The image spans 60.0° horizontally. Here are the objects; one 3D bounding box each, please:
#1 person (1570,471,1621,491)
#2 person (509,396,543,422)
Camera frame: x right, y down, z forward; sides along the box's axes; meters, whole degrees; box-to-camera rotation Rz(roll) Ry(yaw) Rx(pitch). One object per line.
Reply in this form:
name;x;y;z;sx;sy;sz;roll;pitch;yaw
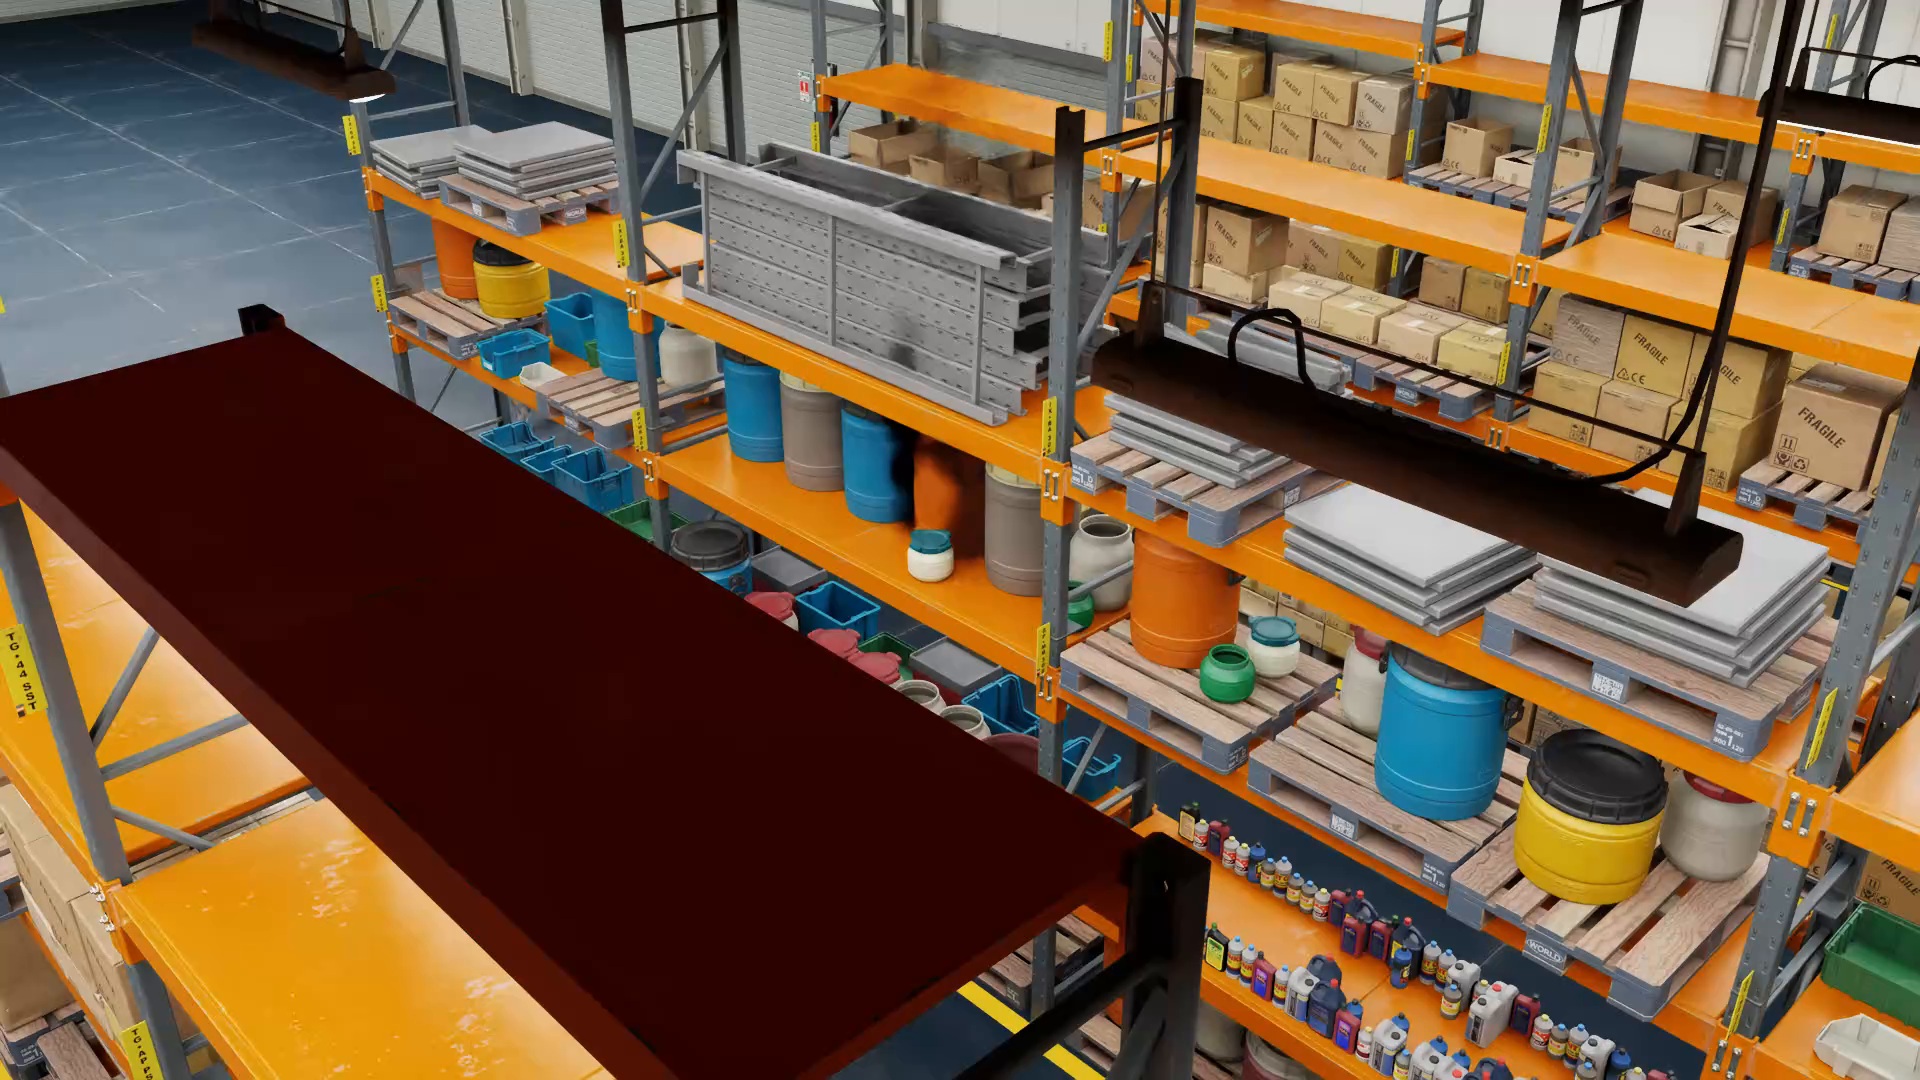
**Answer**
person;5.934;-0.268;15.537;0.923;1.699;0.579;17;33;29
person;-4.977;-2.103;18.999;0.737;1.755;0.632;-10;30;-19
